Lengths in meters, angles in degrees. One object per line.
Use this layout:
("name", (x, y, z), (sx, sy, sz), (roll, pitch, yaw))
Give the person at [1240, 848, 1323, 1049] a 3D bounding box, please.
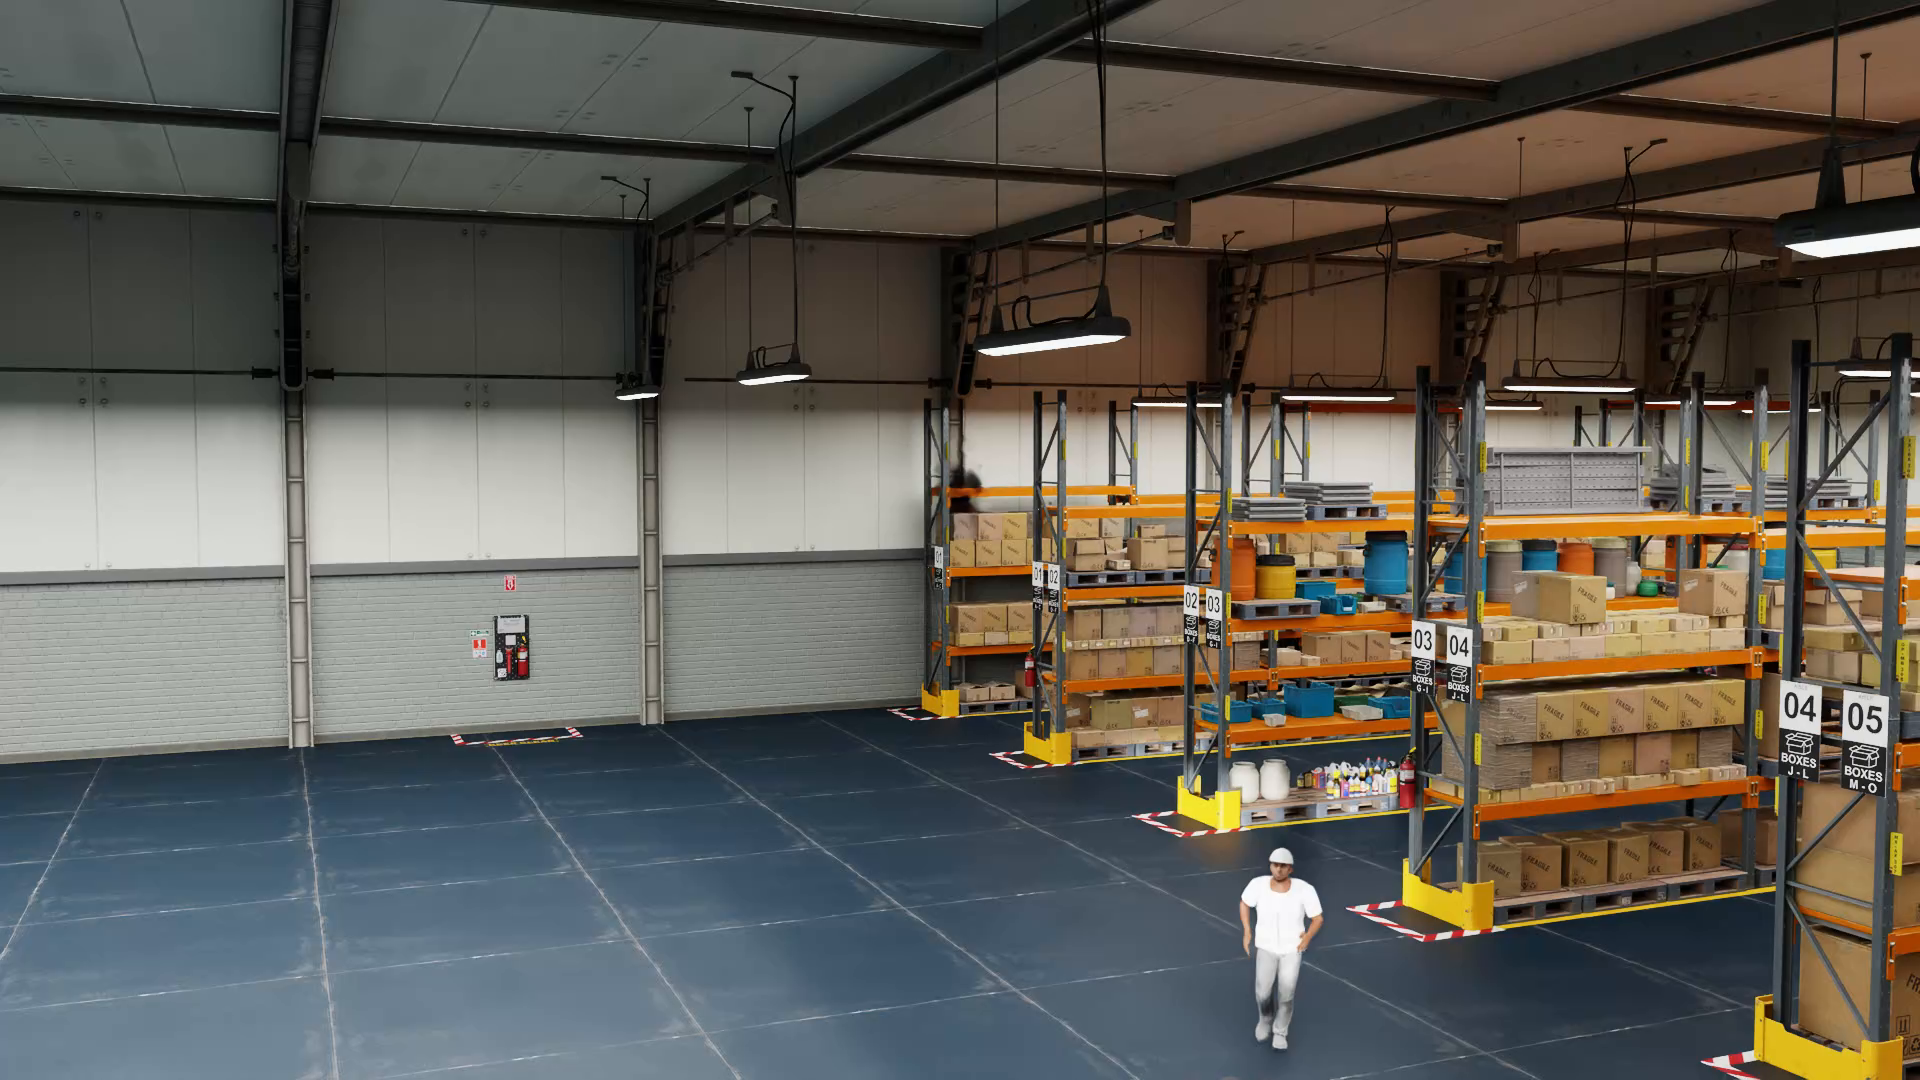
("person", (2.707, 3.463, 14.056), (0.706, 1.729, 0.574), (1, 3, 13))
